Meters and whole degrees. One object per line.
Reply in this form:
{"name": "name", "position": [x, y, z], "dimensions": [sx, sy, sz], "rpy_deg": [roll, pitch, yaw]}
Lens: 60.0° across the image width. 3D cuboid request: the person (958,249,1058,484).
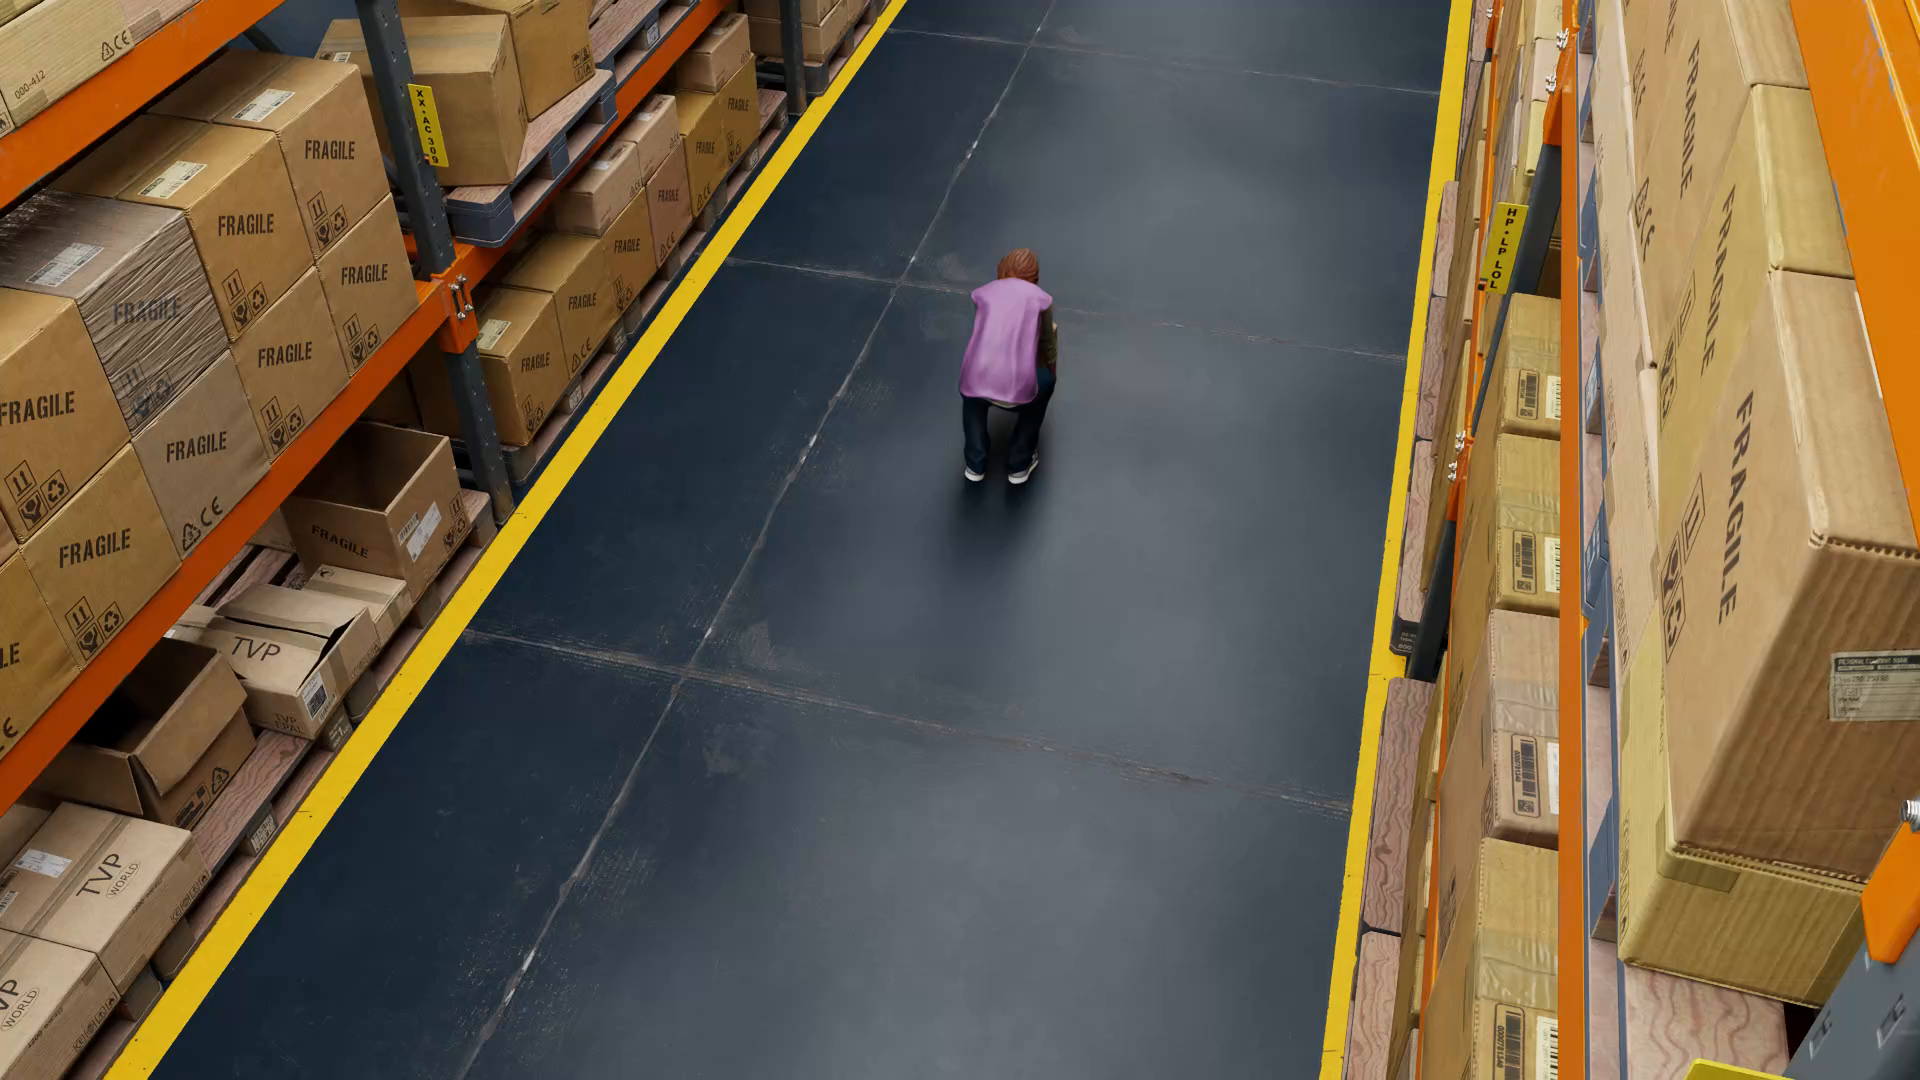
{"name": "person", "position": [0.215, -0.747, 7.531], "dimensions": [0.428, 0.904, 0.853], "rpy_deg": [8, 42, 9]}
